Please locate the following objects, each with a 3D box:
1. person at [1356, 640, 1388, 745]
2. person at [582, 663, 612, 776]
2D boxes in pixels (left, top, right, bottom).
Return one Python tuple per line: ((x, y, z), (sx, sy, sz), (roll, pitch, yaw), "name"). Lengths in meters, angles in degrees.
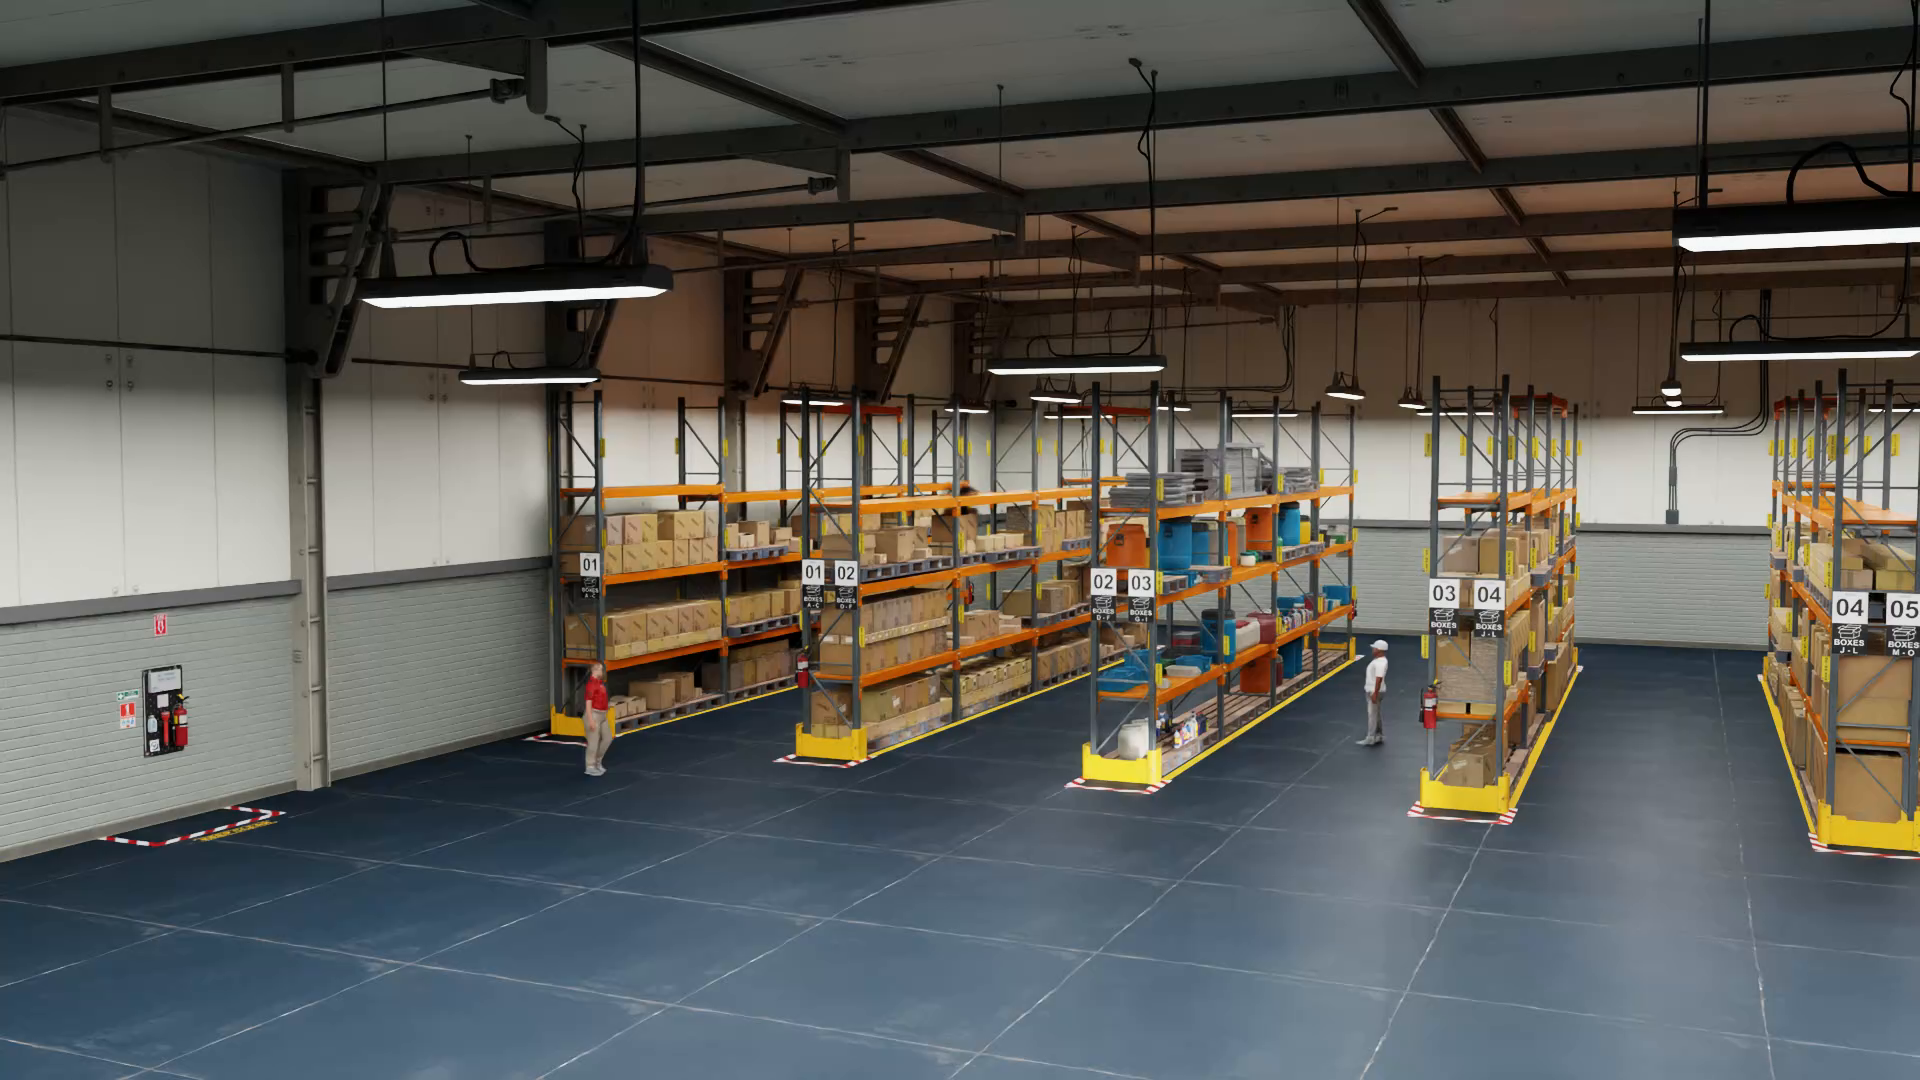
((6.973, 2.572, 28.150), (0.611, 1.757, 0.577), (0, 3, -8), "person")
((-5.600, 2.756, 25.523), (0.384, 1.760, 0.624), (1, 3, 9), "person")
